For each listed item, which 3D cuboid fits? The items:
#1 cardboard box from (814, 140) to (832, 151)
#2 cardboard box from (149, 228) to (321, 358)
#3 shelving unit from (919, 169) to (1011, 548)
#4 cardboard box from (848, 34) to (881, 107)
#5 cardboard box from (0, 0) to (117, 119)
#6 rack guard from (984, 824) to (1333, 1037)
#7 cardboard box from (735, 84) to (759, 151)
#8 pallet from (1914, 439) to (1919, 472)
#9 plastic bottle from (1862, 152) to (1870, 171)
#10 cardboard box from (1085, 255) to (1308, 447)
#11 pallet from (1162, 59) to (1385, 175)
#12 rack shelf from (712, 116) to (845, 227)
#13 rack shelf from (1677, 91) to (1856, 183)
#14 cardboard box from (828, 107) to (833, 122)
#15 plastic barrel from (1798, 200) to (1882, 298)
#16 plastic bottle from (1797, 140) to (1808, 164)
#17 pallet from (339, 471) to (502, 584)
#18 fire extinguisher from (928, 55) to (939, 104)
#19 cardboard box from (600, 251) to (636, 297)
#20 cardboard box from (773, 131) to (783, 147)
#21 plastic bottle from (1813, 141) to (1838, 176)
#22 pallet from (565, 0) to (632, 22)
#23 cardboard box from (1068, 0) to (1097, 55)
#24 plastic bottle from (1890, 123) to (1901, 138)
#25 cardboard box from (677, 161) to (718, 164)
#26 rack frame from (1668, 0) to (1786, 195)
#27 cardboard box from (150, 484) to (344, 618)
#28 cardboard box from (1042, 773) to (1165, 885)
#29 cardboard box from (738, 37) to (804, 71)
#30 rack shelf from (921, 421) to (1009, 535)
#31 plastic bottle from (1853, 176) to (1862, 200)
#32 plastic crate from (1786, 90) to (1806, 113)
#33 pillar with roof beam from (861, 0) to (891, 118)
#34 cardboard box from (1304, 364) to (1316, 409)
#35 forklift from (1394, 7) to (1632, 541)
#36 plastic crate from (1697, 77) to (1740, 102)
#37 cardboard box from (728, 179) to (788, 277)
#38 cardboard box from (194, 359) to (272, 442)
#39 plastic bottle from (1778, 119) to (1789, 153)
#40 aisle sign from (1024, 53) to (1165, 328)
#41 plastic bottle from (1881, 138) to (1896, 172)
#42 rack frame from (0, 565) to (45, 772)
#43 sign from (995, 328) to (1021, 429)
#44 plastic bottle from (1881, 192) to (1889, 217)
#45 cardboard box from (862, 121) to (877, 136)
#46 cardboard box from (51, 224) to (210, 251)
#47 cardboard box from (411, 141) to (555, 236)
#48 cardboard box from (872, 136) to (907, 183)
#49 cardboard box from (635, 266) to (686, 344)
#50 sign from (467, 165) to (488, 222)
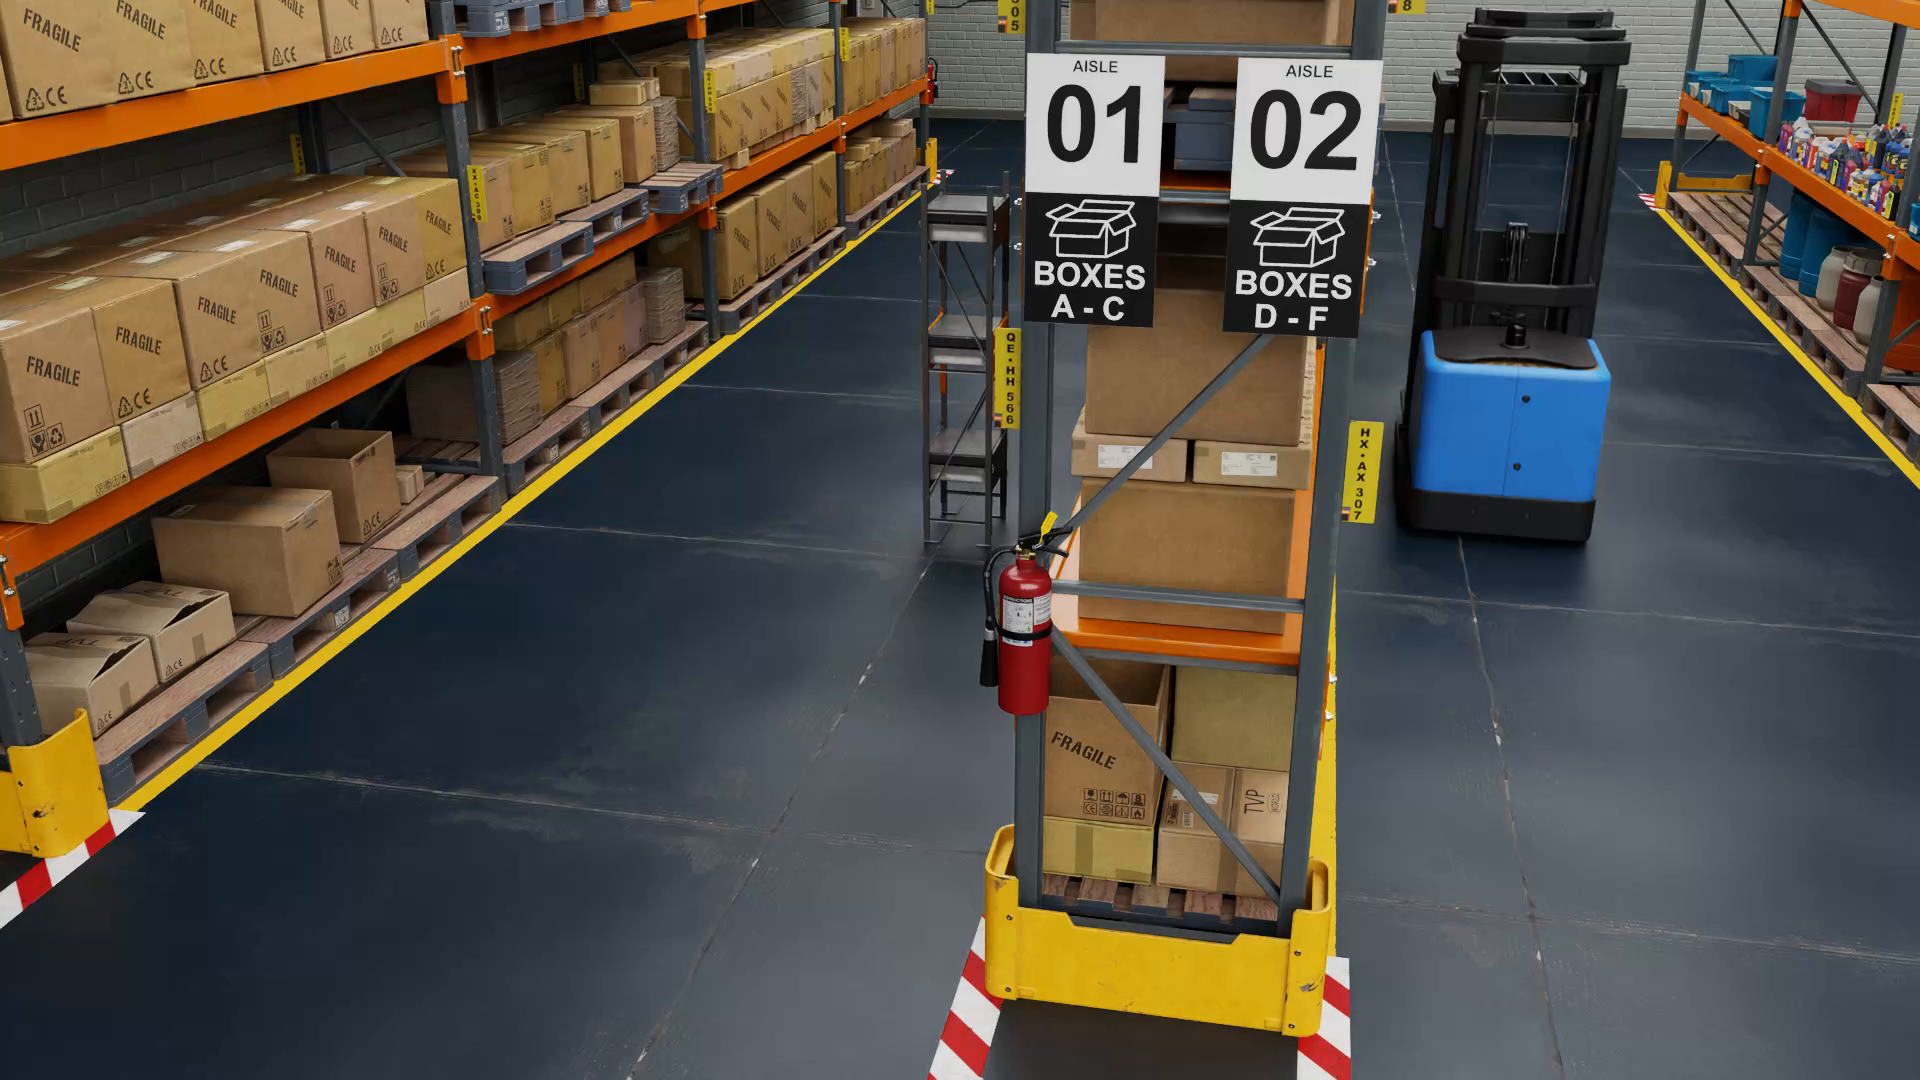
[{"bbox_3d":[-1.526,-4.431,18.755,0.380,0.149,0.250,4,22,9],"label":"cardboard box"},{"bbox_3d":[-3.455,-1.186,7.954,0.500,0.500,0.500,5,23,13],"label":"cardboard box"},{"bbox_3d":[0.034,-1.035,9.612,0.431,2.100,0.503,4,22,11],"label":"shelving unit"},{"bbox_3d":[-1.433,-5.180,18.299,0.980,0.700,0.700,4,22,10],"label":"cardboard box"},{"bbox_3d":[-3.705,-1.933,6.462,0.500,0.500,0.500,6,23,14],"label":"cardboard box"},{"bbox_3d":[0.683,1.356,5.818,1.175,0.500,0.348,4,22,11],"label":"rack guard"},{"bbox_3d":[-2.064,-3.657,14.360,0.500,0.500,0.500,5,23,13],"label":"cardboard box"},{"bbox_3d":[6.721,-0.341,10.417,1.003,0.211,1.213,4,22,11],"label":"pallet"},{"bbox_3d":[7.246,-2.960,13.345,0.061,0.283,0.133,4,22,11],"label":"plastic bottle"},{"bbox_3d":[0.806,-0.650,5.581,0.700,0.500,0.500,5,22,11],"label":"cardboard box"},{"bbox_3d":[0.857,-1.420,5.466,1.003,0.211,1.213,4,22,11],"label":"pallet"},{"bbox_3d":[-2.122,-3.512,15.522,1.077,0.370,4.000,4,22,11],"label":"rack shelf"},{"bbox_3d":[8.393,-4.220,17.279,1.077,0.370,4.000,4,22,11],"label":"rack shelf"},{"bbox_3d":[-1.506,-4.325,16.887,0.380,0.149,0.250,5,22,11],"label":"cardboard box"},{"bbox_3d":[7.713,-2.587,14.509,0.600,0.901,0.708,4,22,11],"label":"plastic barrel"},{"bbox_3d":[7.372,-3.380,14.497,0.097,0.201,0.097,0,22,0],"label":"plastic bottle"},{"bbox_3d":[-3.449,-0.110,9.844,1.003,0.211,1.213,4,22,11],"label":"pallet"},{"bbox_3d":[-0.415,-5.851,20.970,0.296,0.674,0.183,4,22,11],"label":"fire extinguisher"},{"bbox_3d":[-2.804,-2.036,12.647,0.500,0.250,0.500,5,22,12],"label":"cardboard box"},{"bbox_3d":[-1.873,-3.767,15.502,0.380,0.149,0.250,5,23,13],"label":"cardboard box"},{"bbox_3d":[7.281,-3.201,13.952,0.152,0.276,0.135,4,22,11],"label":"plastic bottle"},{"bbox_3d":[-2.907,-3.553,10.897,1.213,0.211,1.003,4,22,11],"label":"pallet"},{"bbox_3d":[0.665,-1.835,5.831,0.500,0.250,0.500,4,22,11],"label":"cardboard box"},{"bbox_3d":[8.118,-3.438,14.441,0.144,0.351,0.185,4,22,11],"label":"plastic bottle"},{"bbox_3d":[-2.236,-3.110,13.870,0.380,0.149,0.250,4,22,10],"label":"cardboard box"},{"bbox_3d":[8.801,-5.285,18.961,1.000,3.000,0.127,4,22,11],"label":"rack frame"},{"bbox_3d":[-3.618,0.047,8.478,0.700,0.500,0.500,3,22,8],"label":"cardboard box"},{"bbox_3d":[0.508,1.049,6.351,0.500,0.250,0.500,4,22,11],"label":"cardboard box"},{"bbox_3d":[-1.777,-4.556,15.588,0.500,0.250,0.500,5,22,12],"label":"cardboard box"},{"bbox_3d":[0.034,-0.373,9.878,0.431,0.518,0.480,4,22,11],"label":"rack shelf"},{"bbox_3d":[7.021,-2.751,12.935,0.097,0.201,0.097,0,22,0],"label":"plastic bottle"},{"bbox_3d":[8.477,-4.339,16.692,0.437,0.282,0.530,4,22,11],"label":"plastic crate"},{"bbox_3d":[3.021,-9.548,21.516,9.100,9.000,0.400,4,22,11],"label":"pillar with roof beam"},{"bbox_3d":[1.136,-0.567,6.244,0.380,0.149,0.250,4,22,10],"label":"cardboard box"},{"bbox_3d":[3.482,-1.873,10.580,1.130,2.935,3.031,5,22,12],"label":"forklift"},{"bbox_3d":[8.294,-4.929,18.222,0.416,0.233,0.300,4,22,11],"label":"plastic crate"},{"bbox_3d":[-2.067,-2.891,15.332,0.750,0.750,0.750,4,22,11],"label":"cardboard box"},{"bbox_3d":[-3.550,-0.660,7.650,0.500,0.250,0.500,4,22,10],"label":"cardboard box"},{"bbox_3d":[7.492,-3.667,15.098,0.061,0.283,0.133,4,22,11],"label":"plastic bottle"},{"bbox_3d":[0.387,-1.017,4.883,0.394,0.787,0.004,4,22,11],"label":"aisle sign"},{"bbox_3d":[7.917,-3.278,14.151,0.097,0.271,0.097,0,22,0],"label":"plastic bottle"},{"bbox_3d":[-4.162,-0.189,6.307,1.000,3.000,0.127,4,22,11],"label":"rack frame"},{"bbox_3d":[0.159,-0.506,5.228,0.100,0.325,0.005,4,22,11],"label":"sign"},{"bbox_3d":[6.875,-2.488,12.283,0.097,0.201,0.097,0,22,0],"label":"plastic bottle"},{"bbox_3d":[-1.215,-4.989,20.140,0.380,0.149,0.250,5,22,11],"label":"cardboard box"},{"bbox_3d":[-3.958,-1.222,8.042,0.500,0.500,0.500,5,22,12],"label":"cardboard box"},{"bbox_3d":[-3.088,-2.289,10.800,0.700,0.500,0.500,7,23,16],"label":"cardboard box"},{"bbox_3d":[-1.045,-4.629,20.116,0.700,0.500,0.500,4,22,11],"label":"cardboard box"},{"bbox_3d":[-2.626,-1.892,13.293,0.700,0.500,0.500,5,22,12],"label":"cardboard box"},{"bbox_3d":[-2.813,-2.015,9.682,0.100,0.325,0.005,4,22,11],"label":"sign"}]
